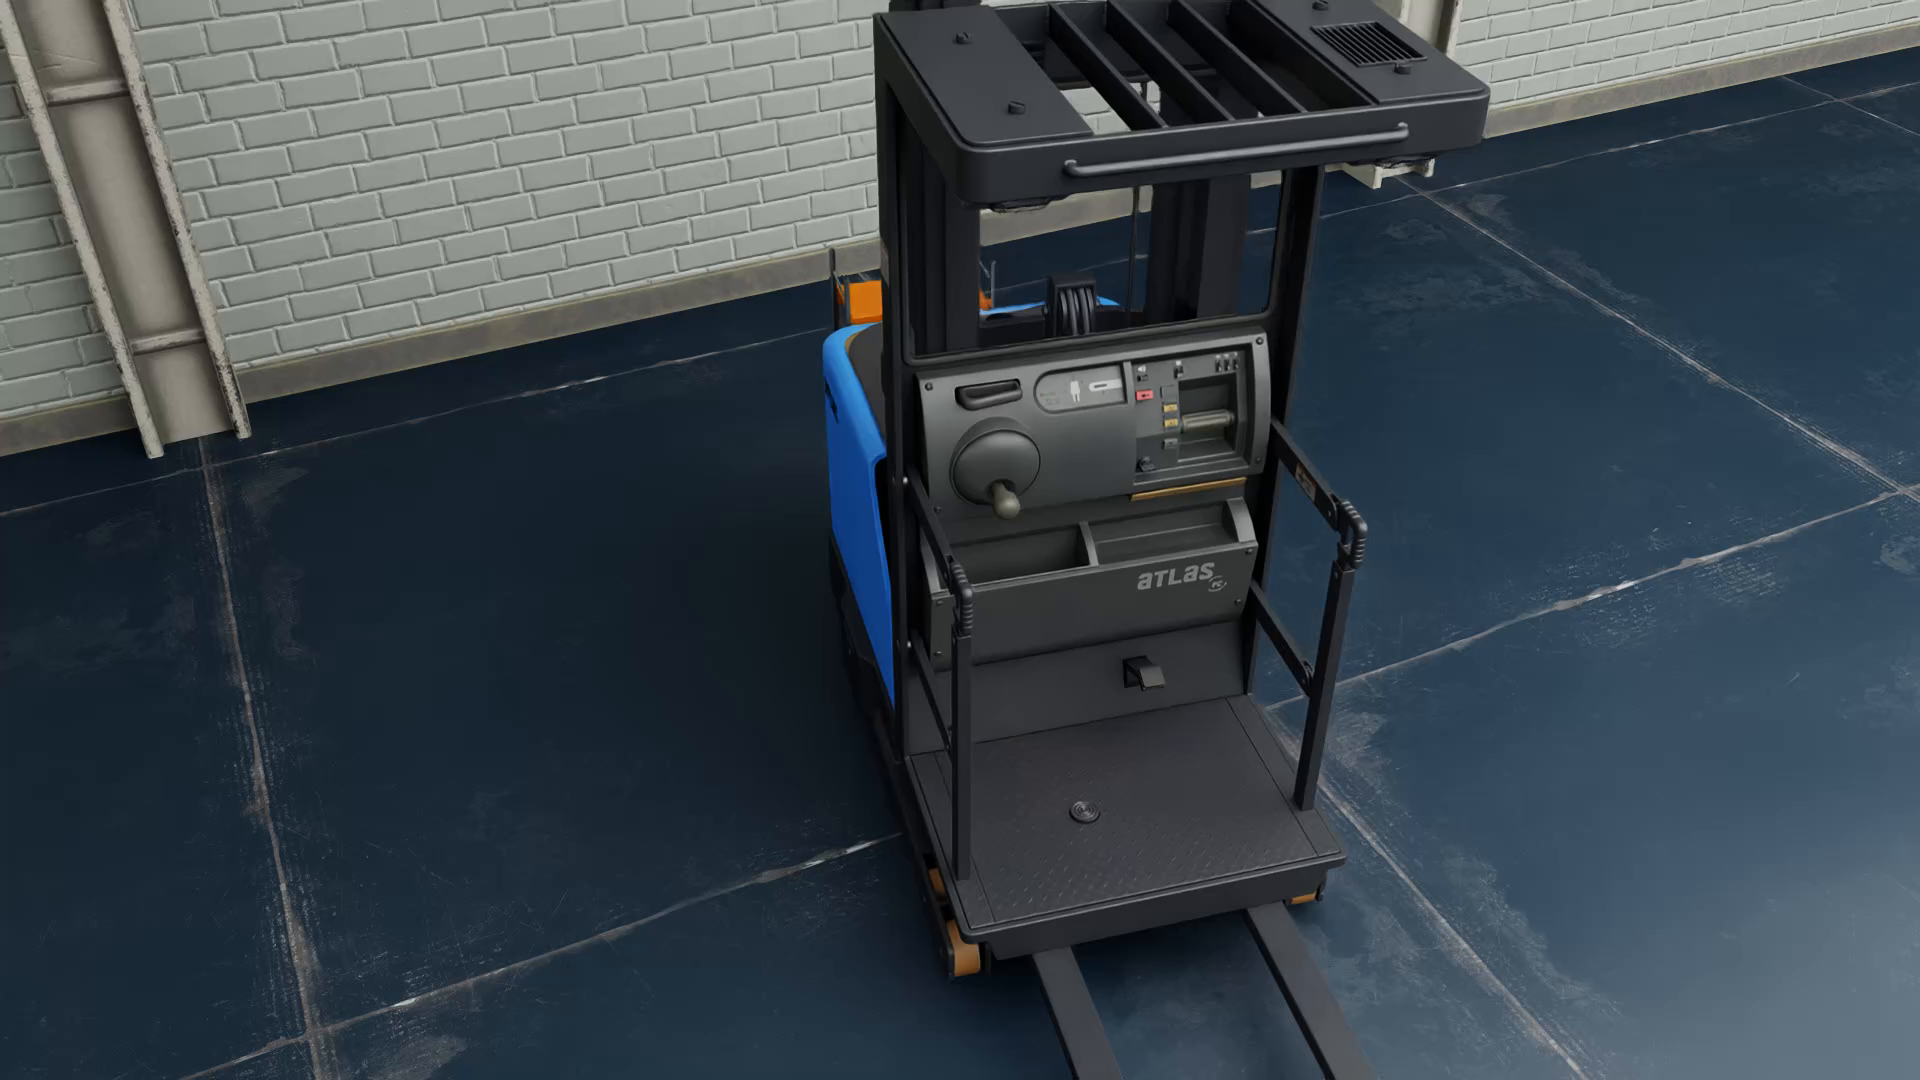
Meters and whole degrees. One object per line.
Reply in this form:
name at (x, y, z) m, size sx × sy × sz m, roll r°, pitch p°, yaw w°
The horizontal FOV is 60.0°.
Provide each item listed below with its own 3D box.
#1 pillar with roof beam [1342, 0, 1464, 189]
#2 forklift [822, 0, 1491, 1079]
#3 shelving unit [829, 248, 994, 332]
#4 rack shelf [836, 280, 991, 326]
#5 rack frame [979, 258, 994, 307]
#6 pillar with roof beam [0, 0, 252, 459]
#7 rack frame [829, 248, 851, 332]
pillar with roof beam at (4.110, -3.271, 3.106) m, size 0.400 × 9.000 × 9.100 m, roll -16°, pitch 39°, yaw -20°
forklift at (0.412, -0.227, 4.096) m, size 1.130 × 2.935 × 3.031 m, roll -9°, pitch 38°, yaw -12°
shelving unit at (-0.162, -0.464, 5.869) m, size 0.503 × 1.200 × 0.258 m, roll -10°, pitch 38°, yaw -13°
rack shelf at (-0.162, -0.780, 5.635) m, size 0.480 × 0.148 × 0.258 m, roll -10°, pitch 38°, yaw -13°
rack frame at (0.073, -0.504, 5.922) m, size 0.015 × 1.200 × 0.240 m, roll -10°, pitch 38°, yaw -13°
pillar with roof beam at (-1.321, -1.752, 1.058) m, size 0.400 × 9.000 × 9.100 m, roll -16°, pitch 39°, yaw -20°
rack frame at (-0.397, -0.425, 5.816) m, size 0.015 × 1.200 × 0.240 m, roll -10°, pitch 38°, yaw -13°
